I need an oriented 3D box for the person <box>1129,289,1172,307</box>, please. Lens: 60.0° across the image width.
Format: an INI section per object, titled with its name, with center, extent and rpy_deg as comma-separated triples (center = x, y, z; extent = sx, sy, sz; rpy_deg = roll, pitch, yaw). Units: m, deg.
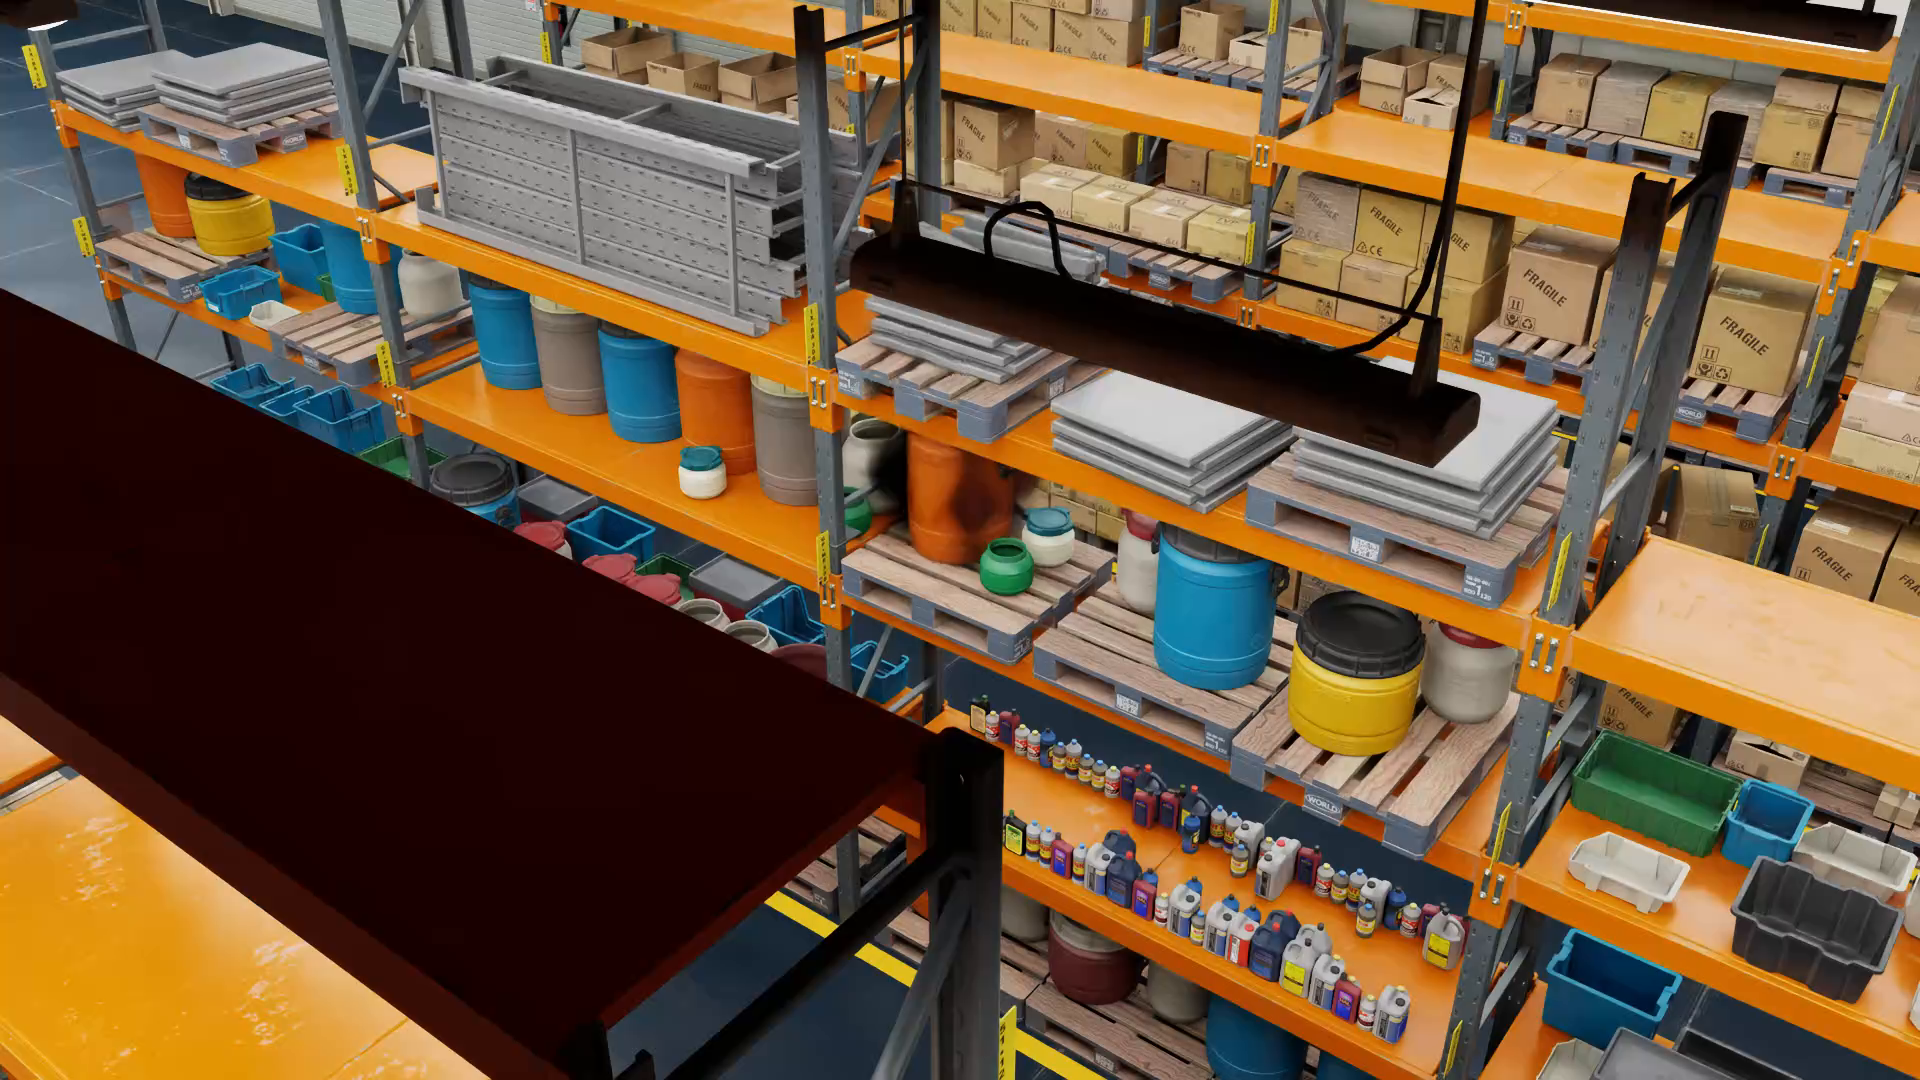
[person]
center = 1.914, -2.165, 17.249
extent = 0.538, 1.710, 0.476
rpy_deg = -17, 35, -26
